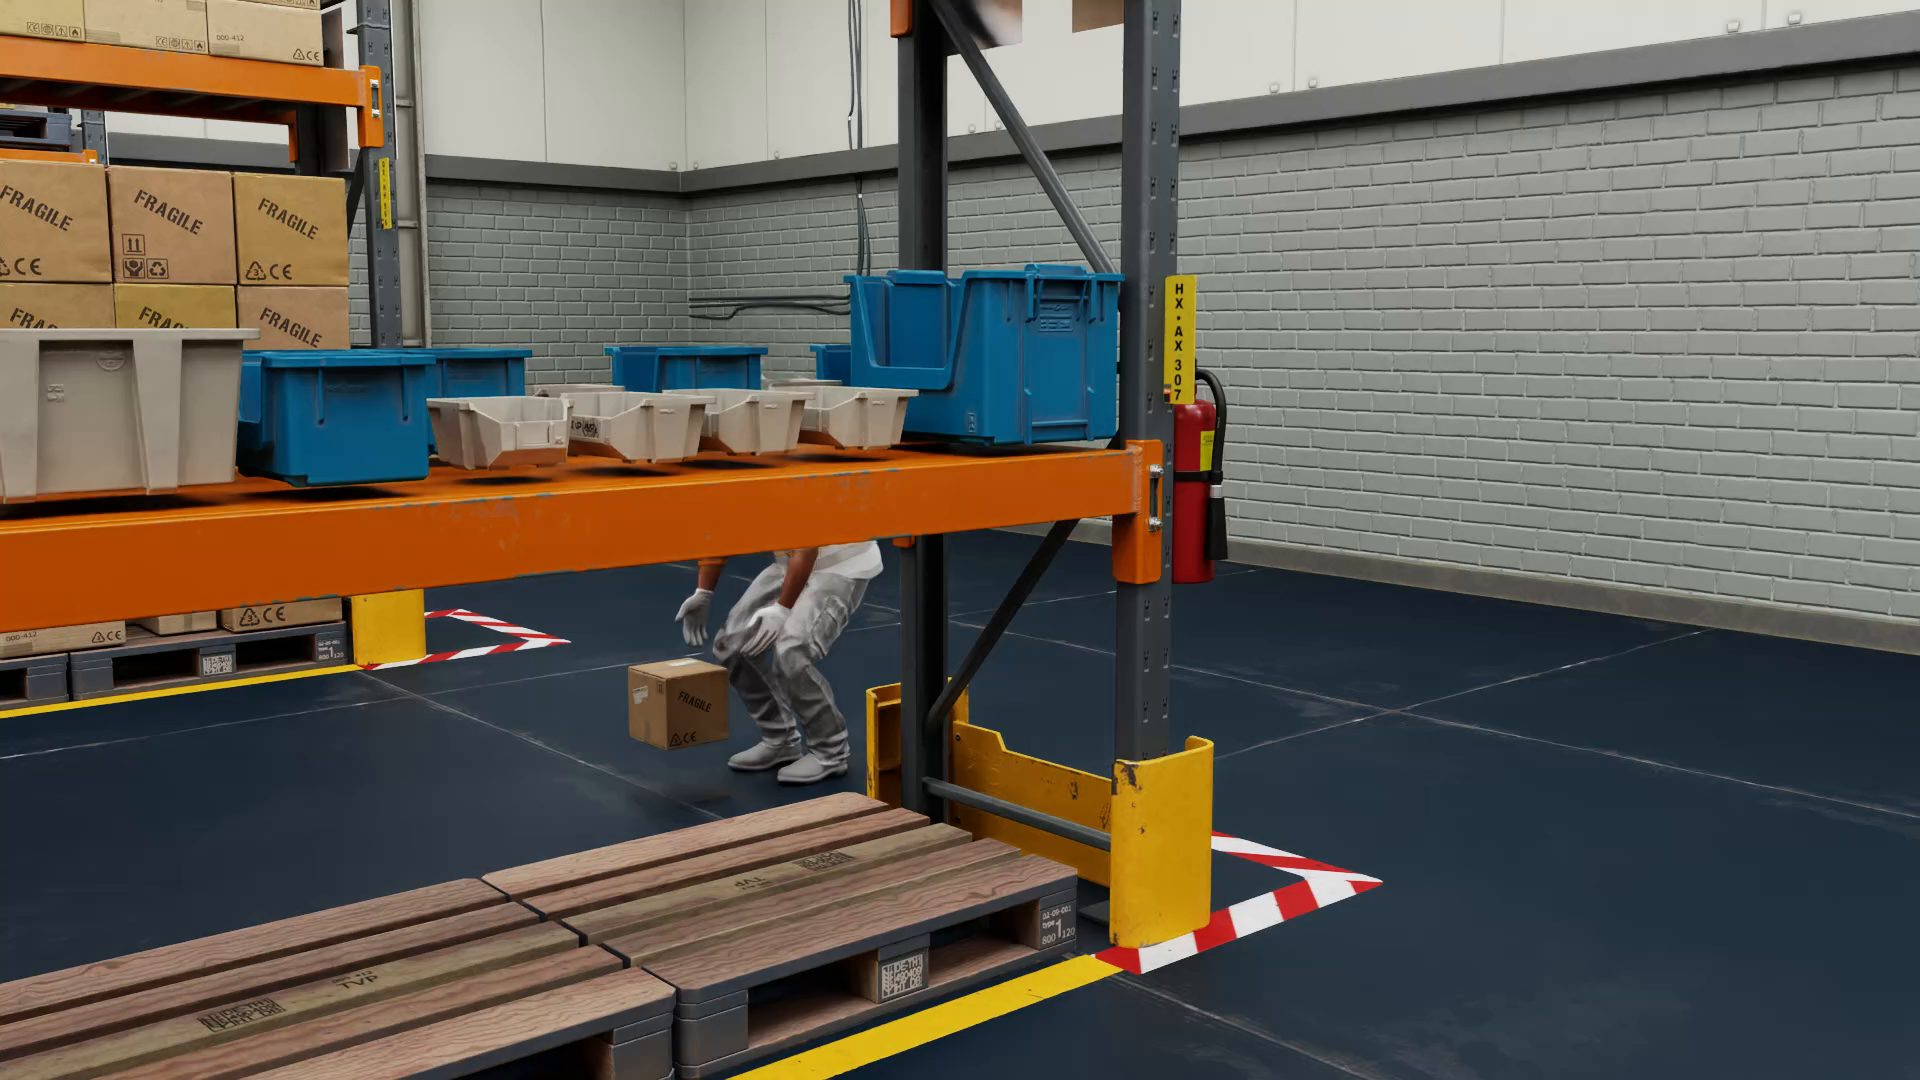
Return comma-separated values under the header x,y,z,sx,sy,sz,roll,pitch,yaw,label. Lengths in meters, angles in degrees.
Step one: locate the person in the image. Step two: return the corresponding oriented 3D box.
x,y,z,sx,sy,sz,roll,pitch,yaw,label
-0.625,0.156,5.944,0.770,1.412,0.613,-6,10,-41,person
